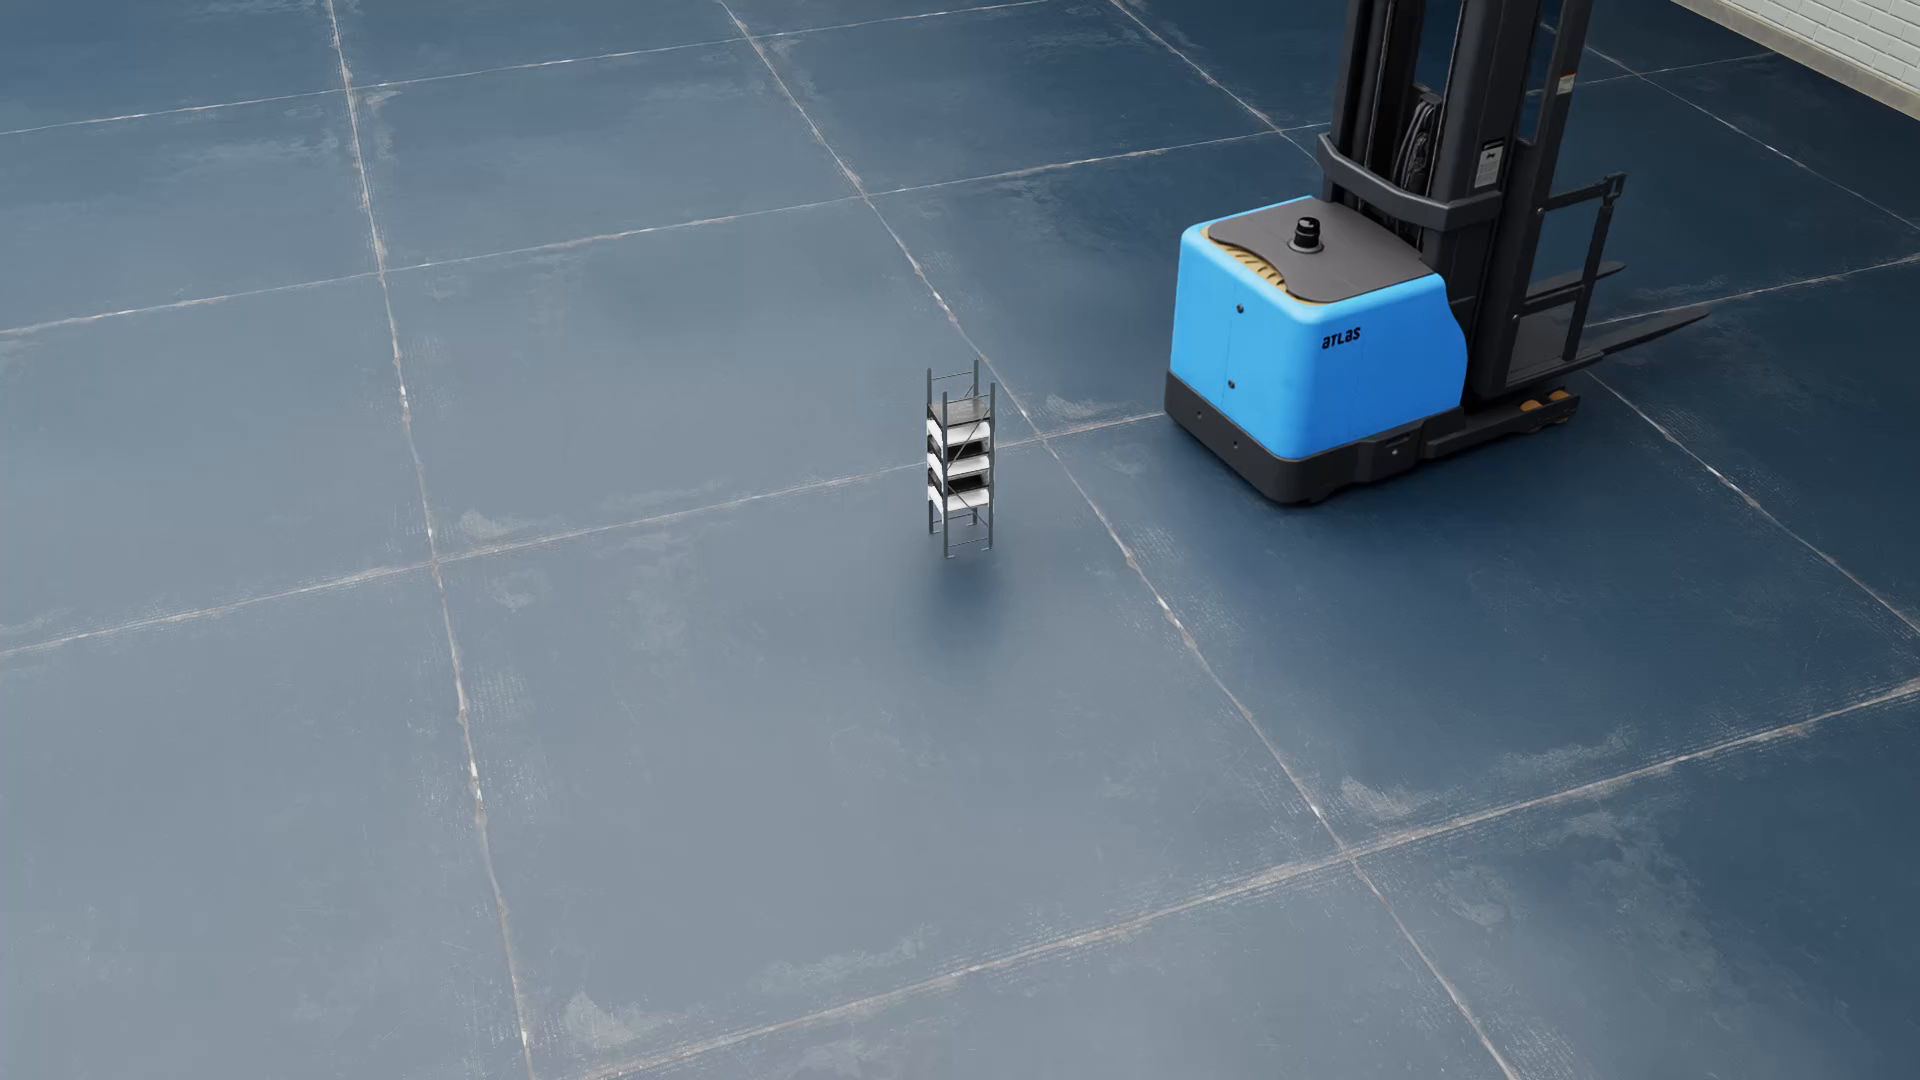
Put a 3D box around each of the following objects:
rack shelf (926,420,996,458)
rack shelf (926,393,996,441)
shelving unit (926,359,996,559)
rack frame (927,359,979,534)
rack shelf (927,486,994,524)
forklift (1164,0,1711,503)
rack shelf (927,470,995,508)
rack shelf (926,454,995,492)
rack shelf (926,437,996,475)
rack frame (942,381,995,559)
[{"bbox_3d":[0.003,-0.472,7.385,0.258,0.077,0.200,-12,39,-16],"label":"rack shelf"},{"bbox_3d":[0.003,-0.544,7.331,0.258,0.077,0.200,-12,39,-16],"label":"rack shelf"},{"bbox_3d":[0.003,-0.355,7.473,0.258,0.900,0.210,-12,39,-16],"label":"shelving unit"},{"bbox_3d":[-0.032,-0.412,7.549,0.240,0.900,0.006,-12,39,-16],"label":"rack frame"},{"bbox_3d":[0.003,-0.184,7.602,0.258,0.077,0.200,-12,39,-16],"label":"rack shelf"},{"bbox_3d":[2.588,-1.976,7.937,3.031,2.935,1.130,-18,41,-22],"label":"forklift"},{"bbox_3d":[0.003,-0.256,7.547,0.258,0.077,0.200,-12,39,-16],"label":"rack shelf"},{"bbox_3d":[0.003,-0.328,7.493,0.258,0.077,0.200,-12,39,-16],"label":"rack shelf"},{"bbox_3d":[0.003,-0.400,7.439,0.258,0.077,0.200,-12,39,-16],"label":"rack shelf"},{"bbox_3d":[0.038,-0.297,7.397,0.240,0.900,0.006,-12,39,-16],"label":"rack frame"}]
